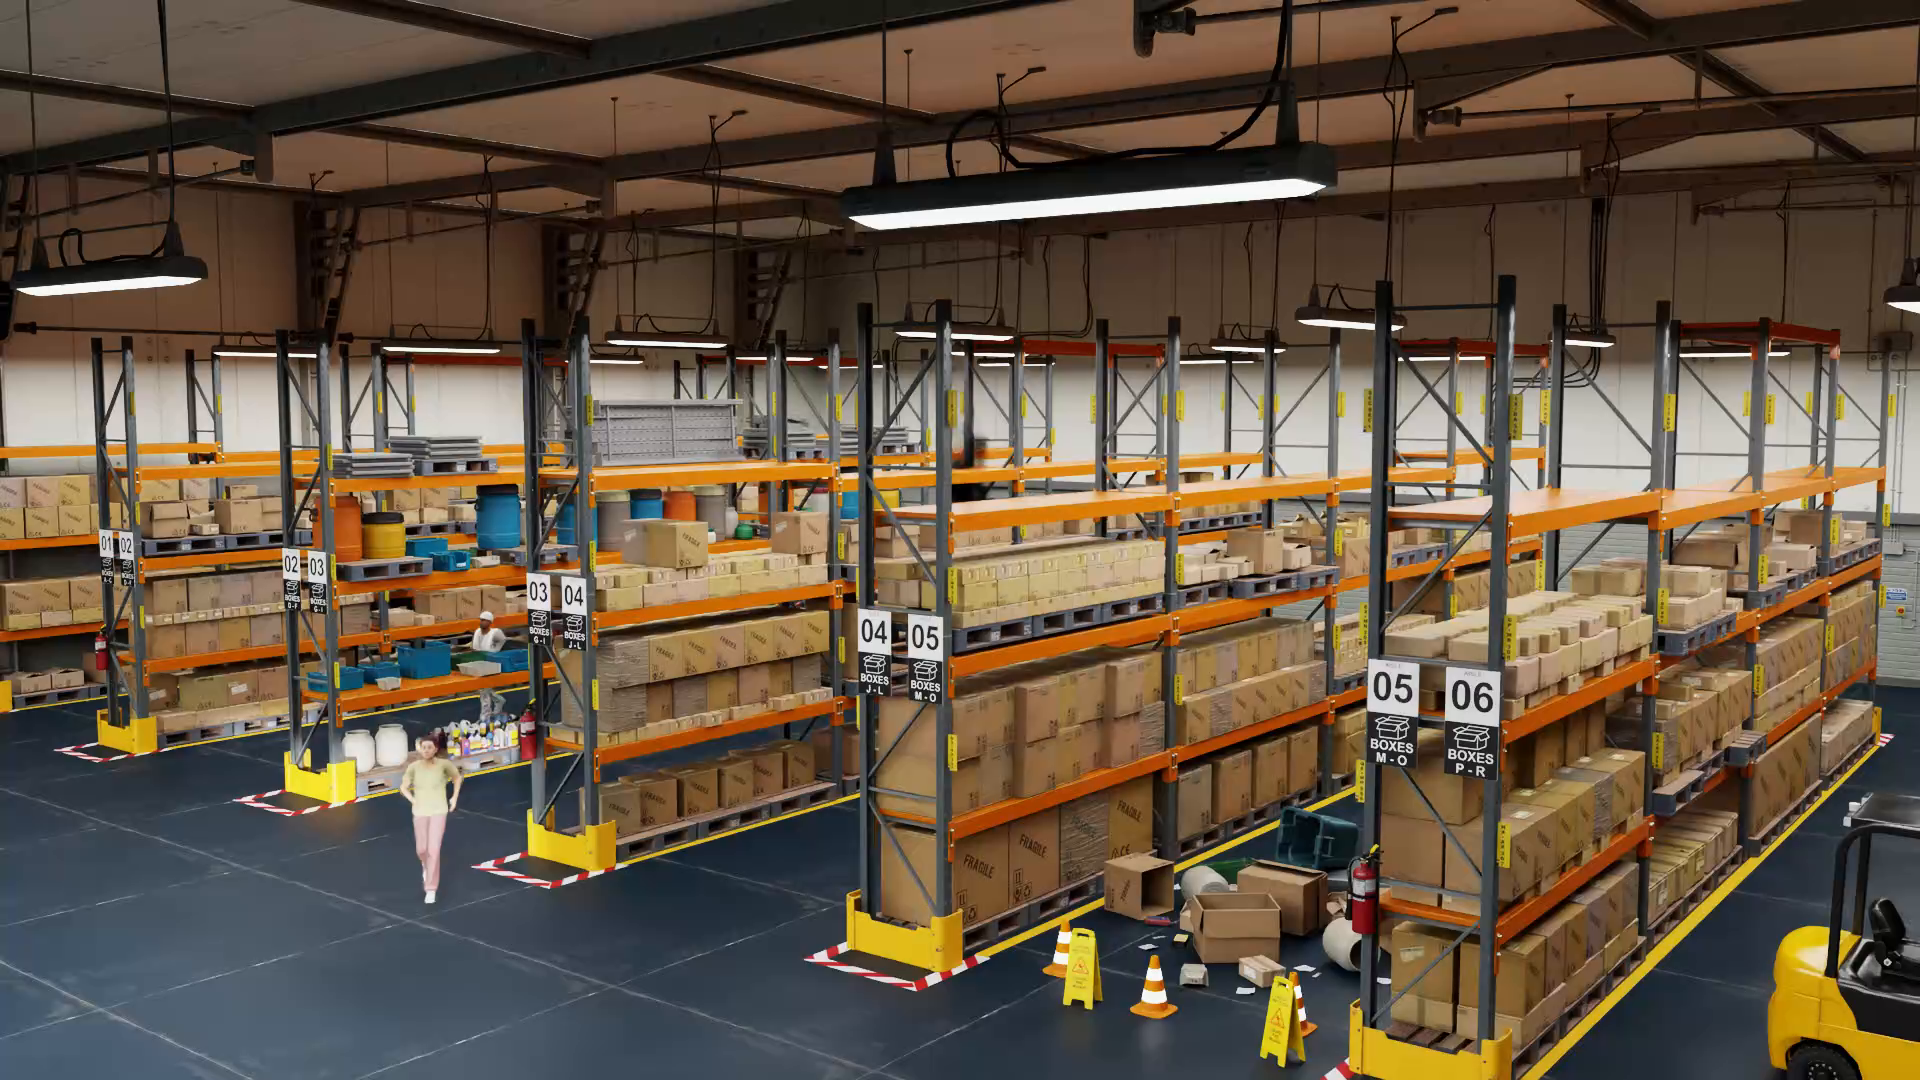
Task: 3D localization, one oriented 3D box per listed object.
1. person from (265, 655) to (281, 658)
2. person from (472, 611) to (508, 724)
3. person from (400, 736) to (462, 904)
[{"bbox_3d":[-11.453,1.925,27.731,0.627,1.680,0.656,4,6,38],"label":"person"},{"bbox_3d":[-7.419,2.005,26.266,0.709,1.775,0.770,3,6,29],"label":"person"},{"bbox_3d":[-5.475,2.842,17.227,0.600,1.677,0.811,-1,5,-10],"label":"person"}]
